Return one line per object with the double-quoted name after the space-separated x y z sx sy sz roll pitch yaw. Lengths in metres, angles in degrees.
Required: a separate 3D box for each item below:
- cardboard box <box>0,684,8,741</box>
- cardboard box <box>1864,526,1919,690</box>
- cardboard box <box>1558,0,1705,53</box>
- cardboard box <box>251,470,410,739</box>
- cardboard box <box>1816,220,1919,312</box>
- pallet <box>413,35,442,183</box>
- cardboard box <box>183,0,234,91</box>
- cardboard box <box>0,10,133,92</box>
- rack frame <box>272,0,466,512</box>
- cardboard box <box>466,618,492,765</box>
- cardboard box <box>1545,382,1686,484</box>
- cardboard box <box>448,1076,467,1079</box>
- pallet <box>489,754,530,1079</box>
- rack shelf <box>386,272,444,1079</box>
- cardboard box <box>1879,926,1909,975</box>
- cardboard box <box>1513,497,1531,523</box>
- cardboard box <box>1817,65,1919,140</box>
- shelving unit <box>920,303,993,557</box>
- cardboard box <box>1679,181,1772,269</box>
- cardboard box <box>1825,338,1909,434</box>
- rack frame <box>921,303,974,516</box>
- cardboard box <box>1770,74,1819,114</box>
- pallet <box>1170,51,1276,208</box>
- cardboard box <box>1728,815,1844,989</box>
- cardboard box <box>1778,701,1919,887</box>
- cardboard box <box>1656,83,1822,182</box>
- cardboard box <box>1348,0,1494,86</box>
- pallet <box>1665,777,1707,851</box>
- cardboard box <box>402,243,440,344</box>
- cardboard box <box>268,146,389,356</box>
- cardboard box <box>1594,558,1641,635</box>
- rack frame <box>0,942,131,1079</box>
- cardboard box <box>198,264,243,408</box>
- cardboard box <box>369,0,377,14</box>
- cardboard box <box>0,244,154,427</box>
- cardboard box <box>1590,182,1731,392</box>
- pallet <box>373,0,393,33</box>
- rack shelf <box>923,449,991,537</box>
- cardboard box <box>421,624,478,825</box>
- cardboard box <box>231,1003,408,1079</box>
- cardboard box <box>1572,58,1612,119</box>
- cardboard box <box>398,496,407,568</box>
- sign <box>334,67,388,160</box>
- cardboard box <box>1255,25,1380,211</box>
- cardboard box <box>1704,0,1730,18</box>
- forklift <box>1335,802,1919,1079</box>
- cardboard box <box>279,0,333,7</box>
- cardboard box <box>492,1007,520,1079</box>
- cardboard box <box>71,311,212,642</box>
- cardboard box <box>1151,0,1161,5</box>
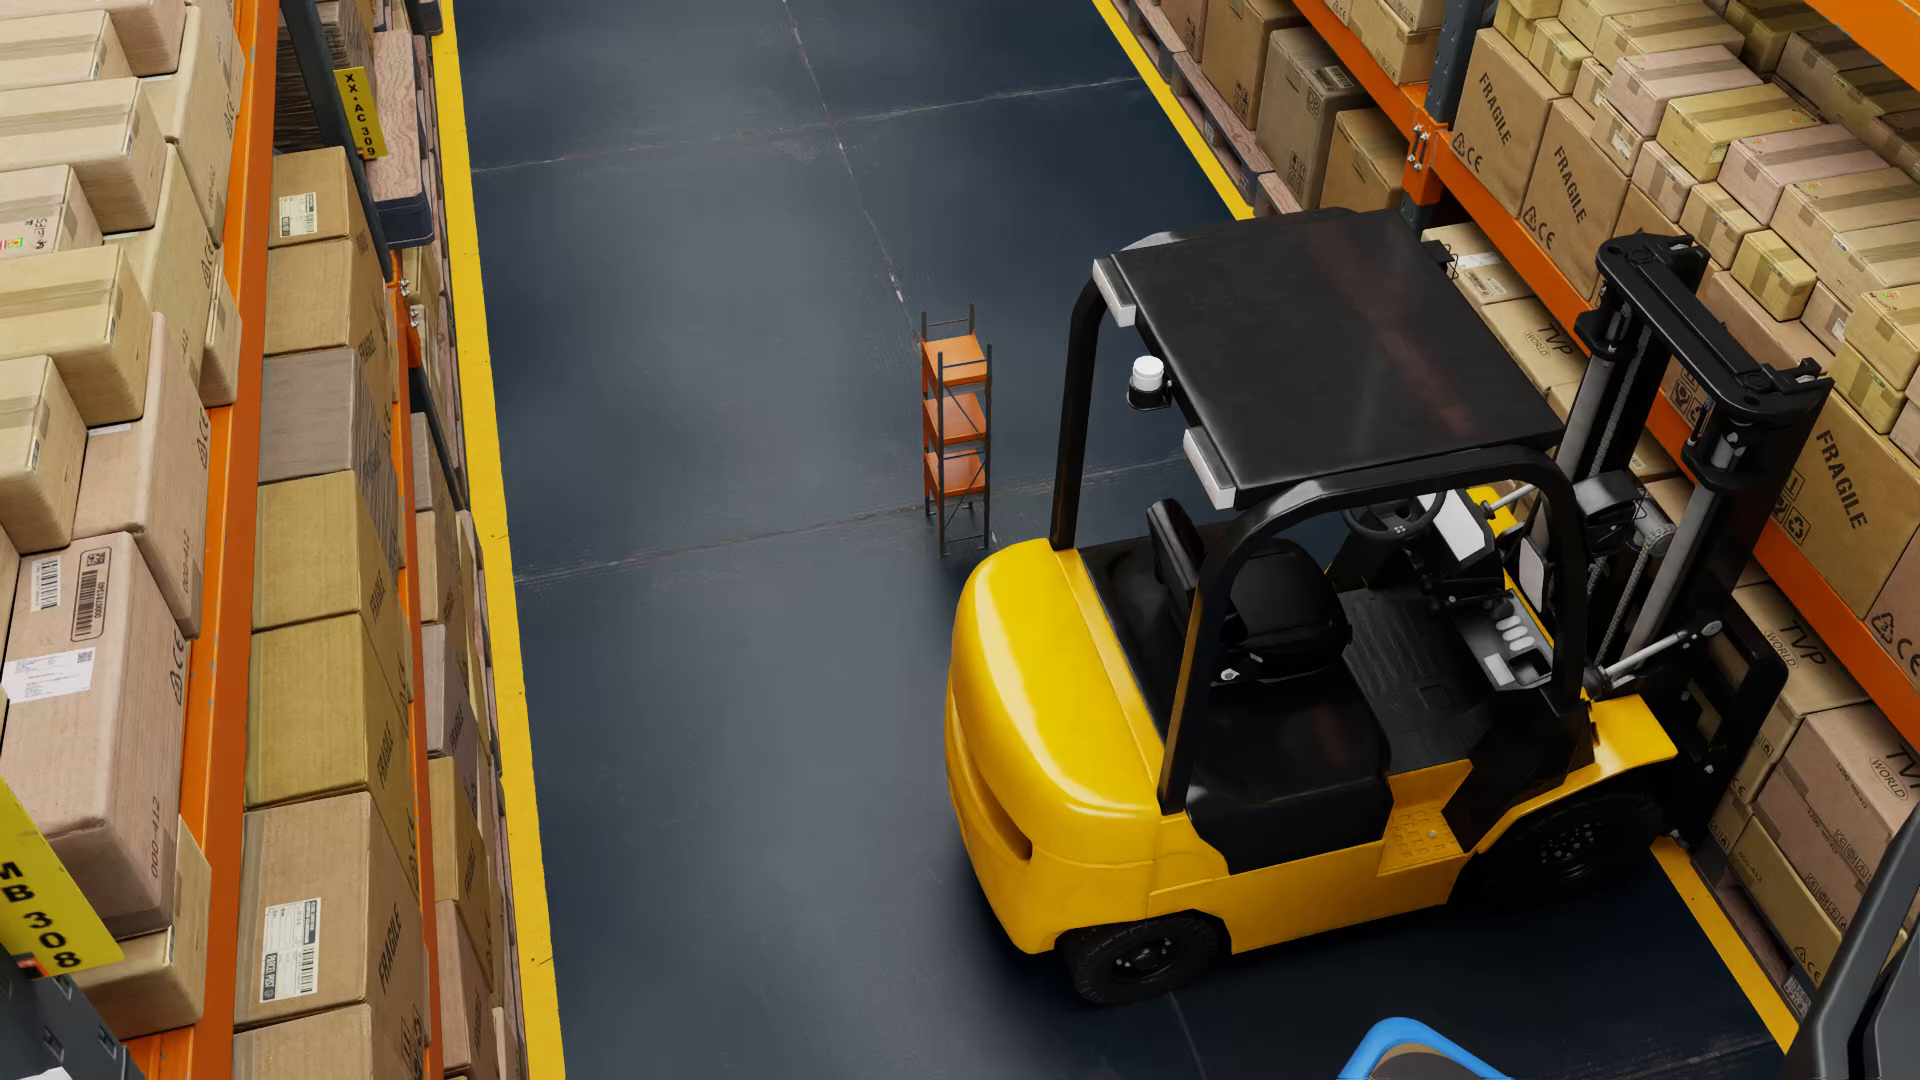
-1.338 0.264 1.909 0.380 0.149 0.250 -11 47 -11 "cardboard box"
2.849 0.191 4.393 0.500 0.500 0.500 -9 46 -9 "cardboard box"
2.295 -1.815 5.696 0.380 0.149 0.250 -10 46 -10 "cardboard box"
-1.703 0.212 4.163 0.500 0.500 0.500 -12 47 -11 "cardboard box"
2.659 -0.756 4.658 0.380 0.149 0.250 -10 46 -10 "cardboard box"
-3.294 -2.220 8.778 1.003 0.211 1.213 -11 47 -10 "pallet"
-1.848 -1.117 3.541 0.500 0.250 0.500 -11 47 -11 "cardboard box"
-1.698 -0.793 2.944 0.380 0.149 0.250 -10 46 -9 "cardboard box"
-2.468 -0.974 5.604 1.000 3.000 0.127 -11 47 -10 "rack frame"
-1.911 0.566 5.726 0.500 0.250 0.500 -12 47 -11 "cardboard box"
2.409 -0.331 5.905 0.500 0.250 0.500 -9 46 -9 "cardboard box"
-1.390 1.717 4.074 0.500 0.500 0.500 -12 47 -12 "cardboard box"
-1.946 1.303 5.325 1.003 0.211 1.213 -11 47 -10 "pallet"
-1.956 0.658 4.508 1.077 0.370 4.000 -11 47 -10 "rack shelf"
2.926 1.239 4.717 0.500 0.250 0.500 -11 47 -11 "cardboard box"
2.424 0.025 6.256 0.500 0.250 0.500 -10 46 -10 "cardboard box"
2.979 -1.380 5.270 0.380 0.149 0.250 -11 47 -11 "cardboard box"
-0.014 -0.404 6.411 0.215 1.050 0.252 -11 47 -10 "shelving unit"
2.456 -0.989 5.095 0.380 0.149 0.250 -12 47 -12 "cardboard box"
2.641 -0.454 4.571 0.380 0.149 0.250 -10 46 -10 "cardboard box"
-0.045 -0.489 6.494 0.200 1.050 0.008 -11 47 -10 "rack frame"
2.920 -1.449 5.545 0.380 0.149 0.250 -10 47 -10 "cardboard box"
1.787 -2.254 8.811 1.003 0.211 1.213 -11 47 -10 "pallet"
2.809 1.081 5.222 0.500 0.250 0.500 -11 47 -10 "cardboard box"
2.797 0.730 4.865 0.500 0.250 0.500 -10 46 -10 "cardboard box"
2.411 -1.267 5.159 0.380 0.149 0.250 -11 47 -11 "cardboard box"
1.947 -2.132 6.844 0.500 0.250 0.500 -10 46 -9 "cardboard box"
2.808 0.492 6.120 1.003 0.211 1.213 -11 47 -10 "pallet"
-2.792 -1.059 7.233 0.950 0.372 0.625 -8 46 -8 "cardboard box"
-2.114 -0.852 5.206 0.500 0.500 0.500 -12 47 -11 "cardboard box"
2.531 0.192 5.743 0.500 0.250 0.500 -11 47 -10 "cardboard box"
-1.444 -0.312 0.755 1.000 3.000 0.127 -11 47 -10 "rack frame"
-1.550 -0.354 3.073 0.380 0.149 0.250 -10 46 -10 "cardboard box"
-2.553 -2.326 6.357 0.500 0.500 0.500 -11 47 -11 "cardboard box"
-1.415 -0.278 2.440 0.380 0.149 0.250 -11 47 -10 "cardboard box"
2.470 -0.859 5.422 0.500 0.500 0.500 -11 47 -11 "cardboard box"
-2.946 -2.309 7.047 1.003 0.211 1.213 -11 47 -10 "pallet"
-0.014 -0.202 6.617 0.215 0.259 0.240 -11 47 -10 "rack shelf"
-1.794 0.641 5.128 0.500 0.500 0.500 -8 46 -8 "cardboard box"
-1.298 1.271 3.126 0.500 0.500 0.500 -11 47 -11 "cardboard box"
2.318 -1.525 5.620 0.380 0.149 0.250 -11 47 -10 "cardboard box"
-1.828 -0.019 4.844 0.380 0.149 0.250 -11 47 -11 "cardboard box"
-1.946 -1.382 5.398 0.100 0.325 0.005 -11 47 -10 "sign"
1.993 -2.095 8.072 0.875 0.625 0.625 -11 47 -11 "cardboard box"
2.727 -1.904 5.784 0.380 0.149 0.250 -12 47 -11 "cardboard box"
1.928 1.810 2.924 3.031 2.935 1.130 30 53 26 "forklift"
-2.247 -1.877 5.463 0.380 0.149 0.250 -11 47 -10 "cardboard box"
-1.507 1.642 4.672 0.500 0.250 0.500 -9 46 -9 "cardboard box"
-1.435 -0.059 2.504 0.500 0.250 0.500 -11 47 -11 "cardboard box"
1.451 -3.529 9.477 0.875 0.625 0.625 -9 46 -9 "cardboard box"
